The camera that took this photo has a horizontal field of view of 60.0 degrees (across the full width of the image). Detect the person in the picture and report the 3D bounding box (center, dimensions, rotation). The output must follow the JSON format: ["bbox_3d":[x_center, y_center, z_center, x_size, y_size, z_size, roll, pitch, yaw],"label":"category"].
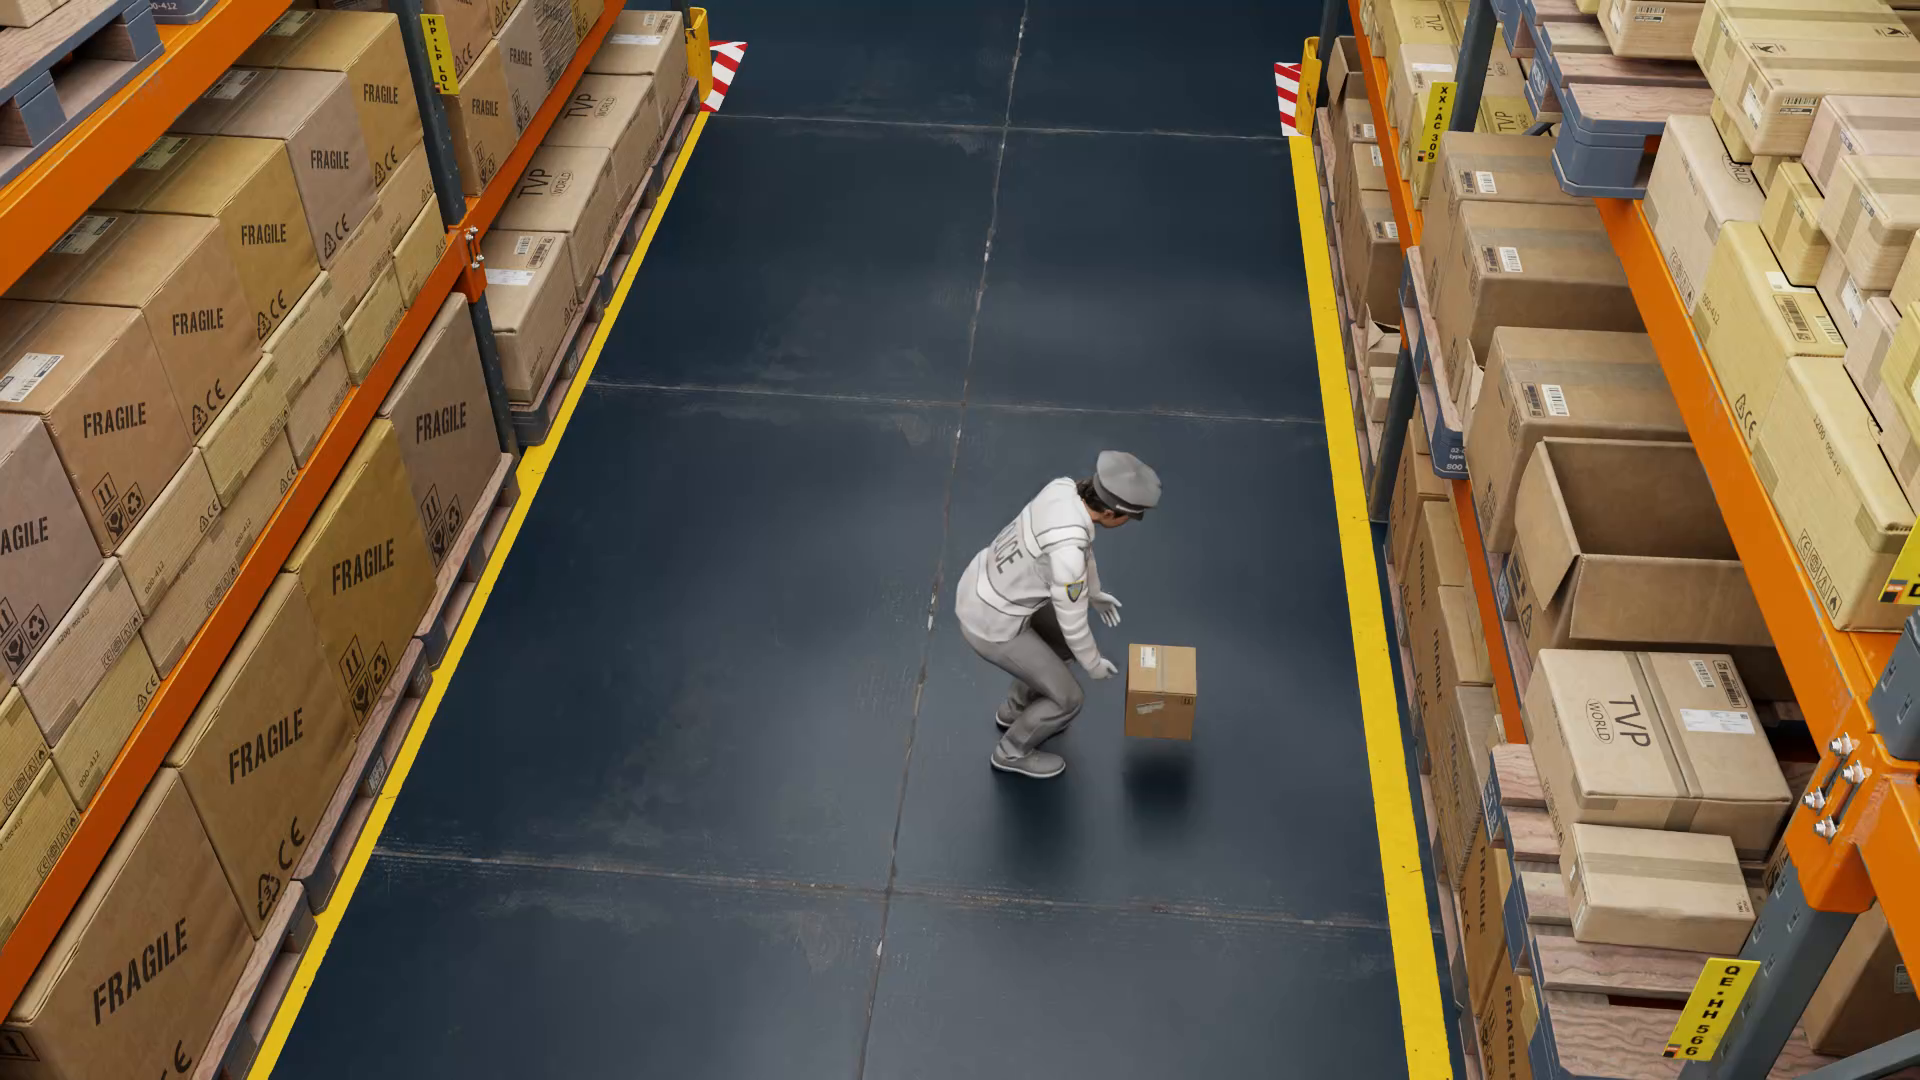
[{"bbox_3d":[-3.077,1.428,4.052,6.986,2.202,5.623,3,40,4],"label":"person"}]
